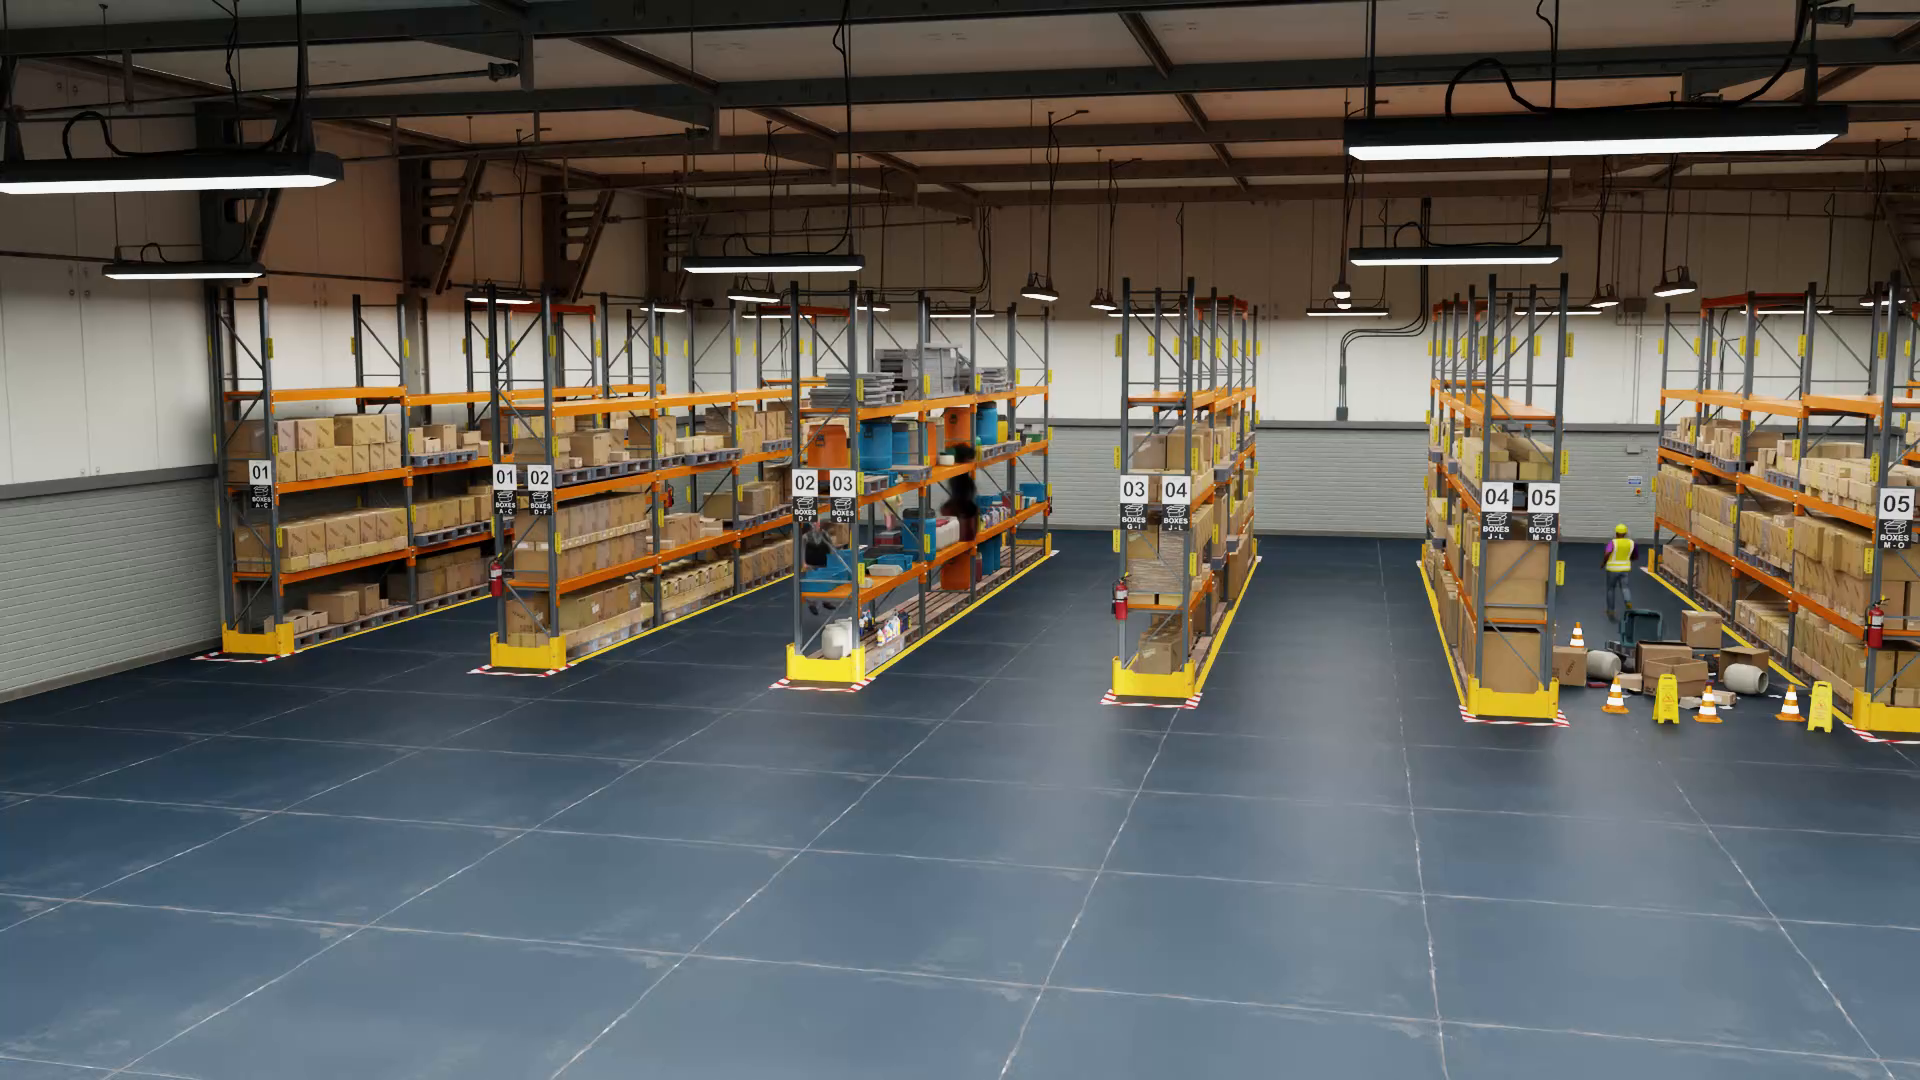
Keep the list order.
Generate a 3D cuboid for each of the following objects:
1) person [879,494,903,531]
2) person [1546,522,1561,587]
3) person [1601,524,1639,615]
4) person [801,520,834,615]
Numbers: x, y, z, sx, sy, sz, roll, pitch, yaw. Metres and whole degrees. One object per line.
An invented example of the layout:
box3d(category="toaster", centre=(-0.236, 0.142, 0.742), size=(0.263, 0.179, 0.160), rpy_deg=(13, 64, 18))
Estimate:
box3d(category="person", centre=(-1.736, -0.638, 41.908), size=(0.597, 1.668, 0.957), rpy_deg=(-1, 7, -12))
box3d(category="person", centre=(12.314, 0.131, 34.905), size=(0.620, 1.720, 0.948), rpy_deg=(1, 7, 5))
box3d(category="person", centre=(12.298, 0.570, 31.002), size=(0.697, 1.747, 0.931), rpy_deg=(1, 7, 5))
box3d(category="person", centre=(-2.547, 0.469, 29.900), size=(0.620, 1.748, 0.631), rpy_deg=(-2, 7, -20))
